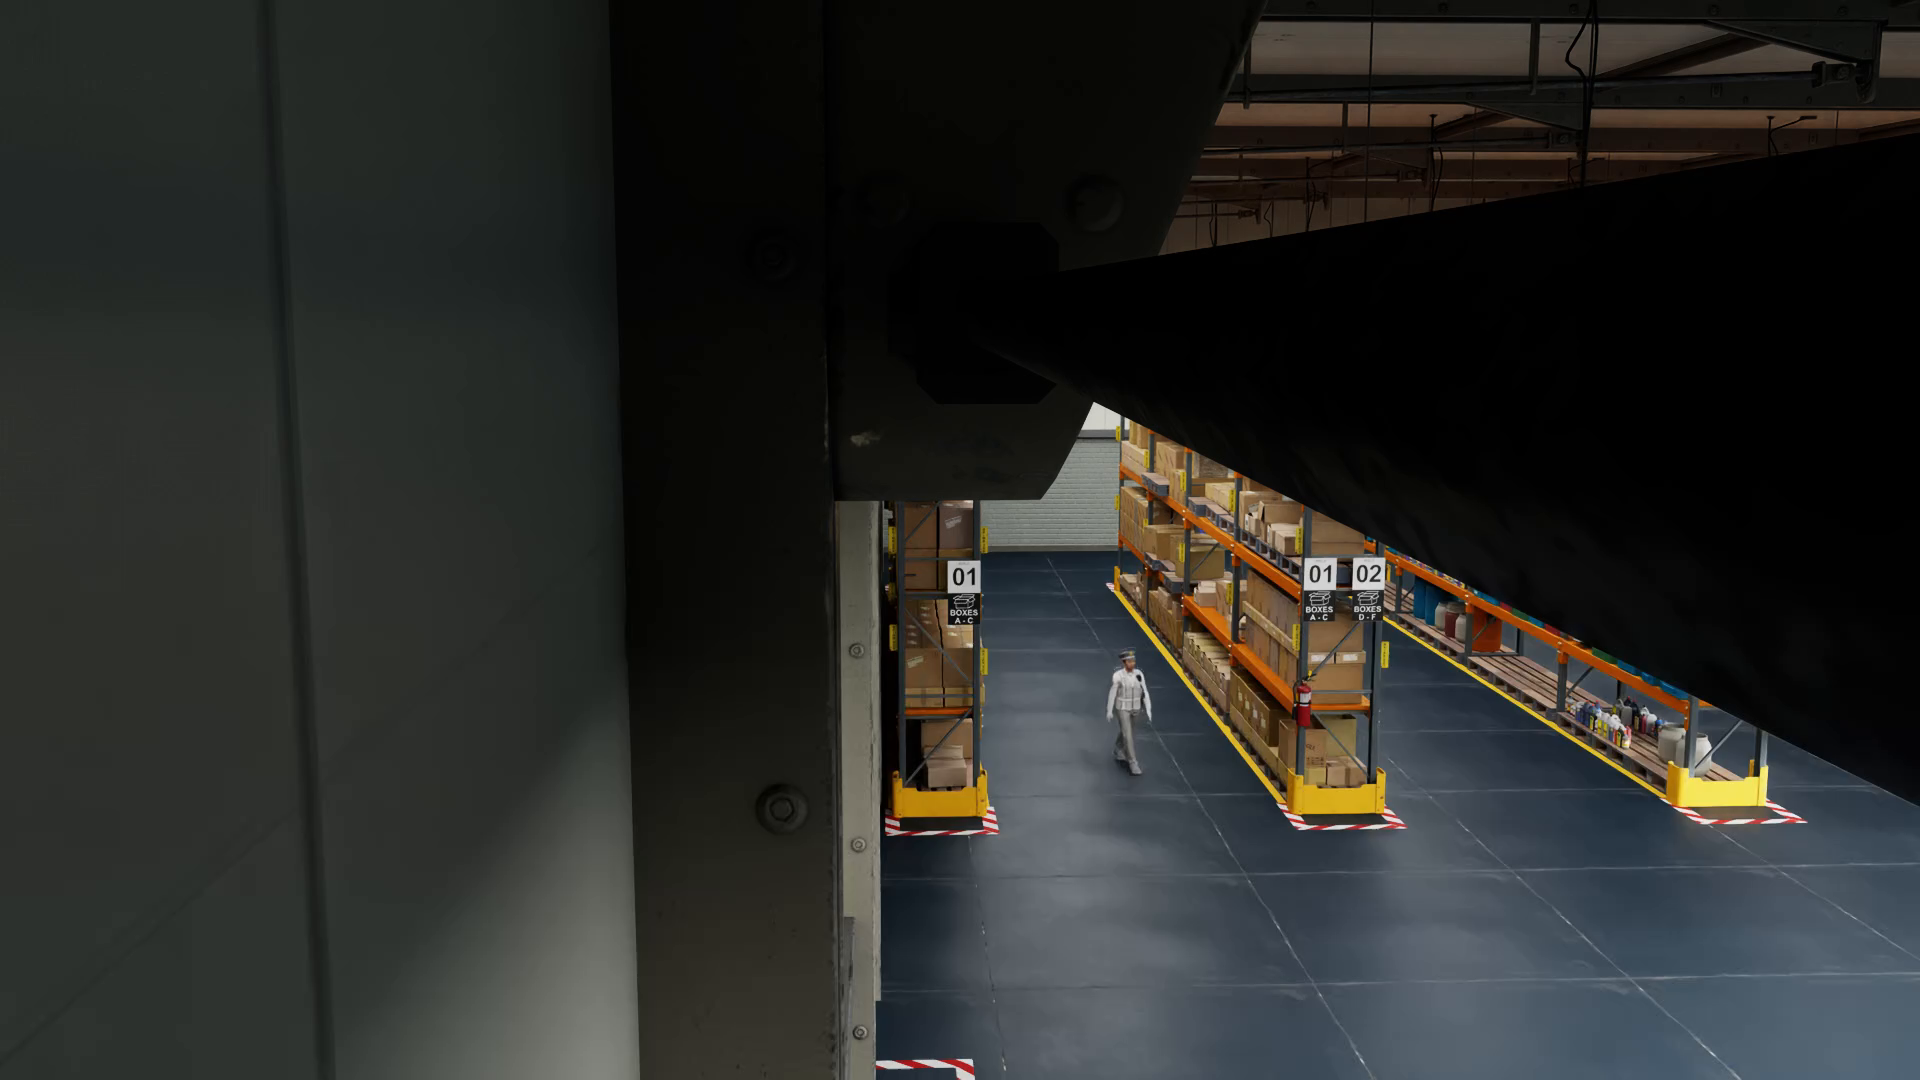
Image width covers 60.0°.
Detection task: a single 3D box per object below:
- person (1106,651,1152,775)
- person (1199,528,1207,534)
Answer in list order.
[{"bbox_3d":[2.303,2.279,22.477,0.541,1.616,1.042,-3,9,-21],"label":"person"},{"bbox_3d":[5.411,0.196,37.035,0.476,1.585,1.046,-2,8,-12],"label":"person"}]
